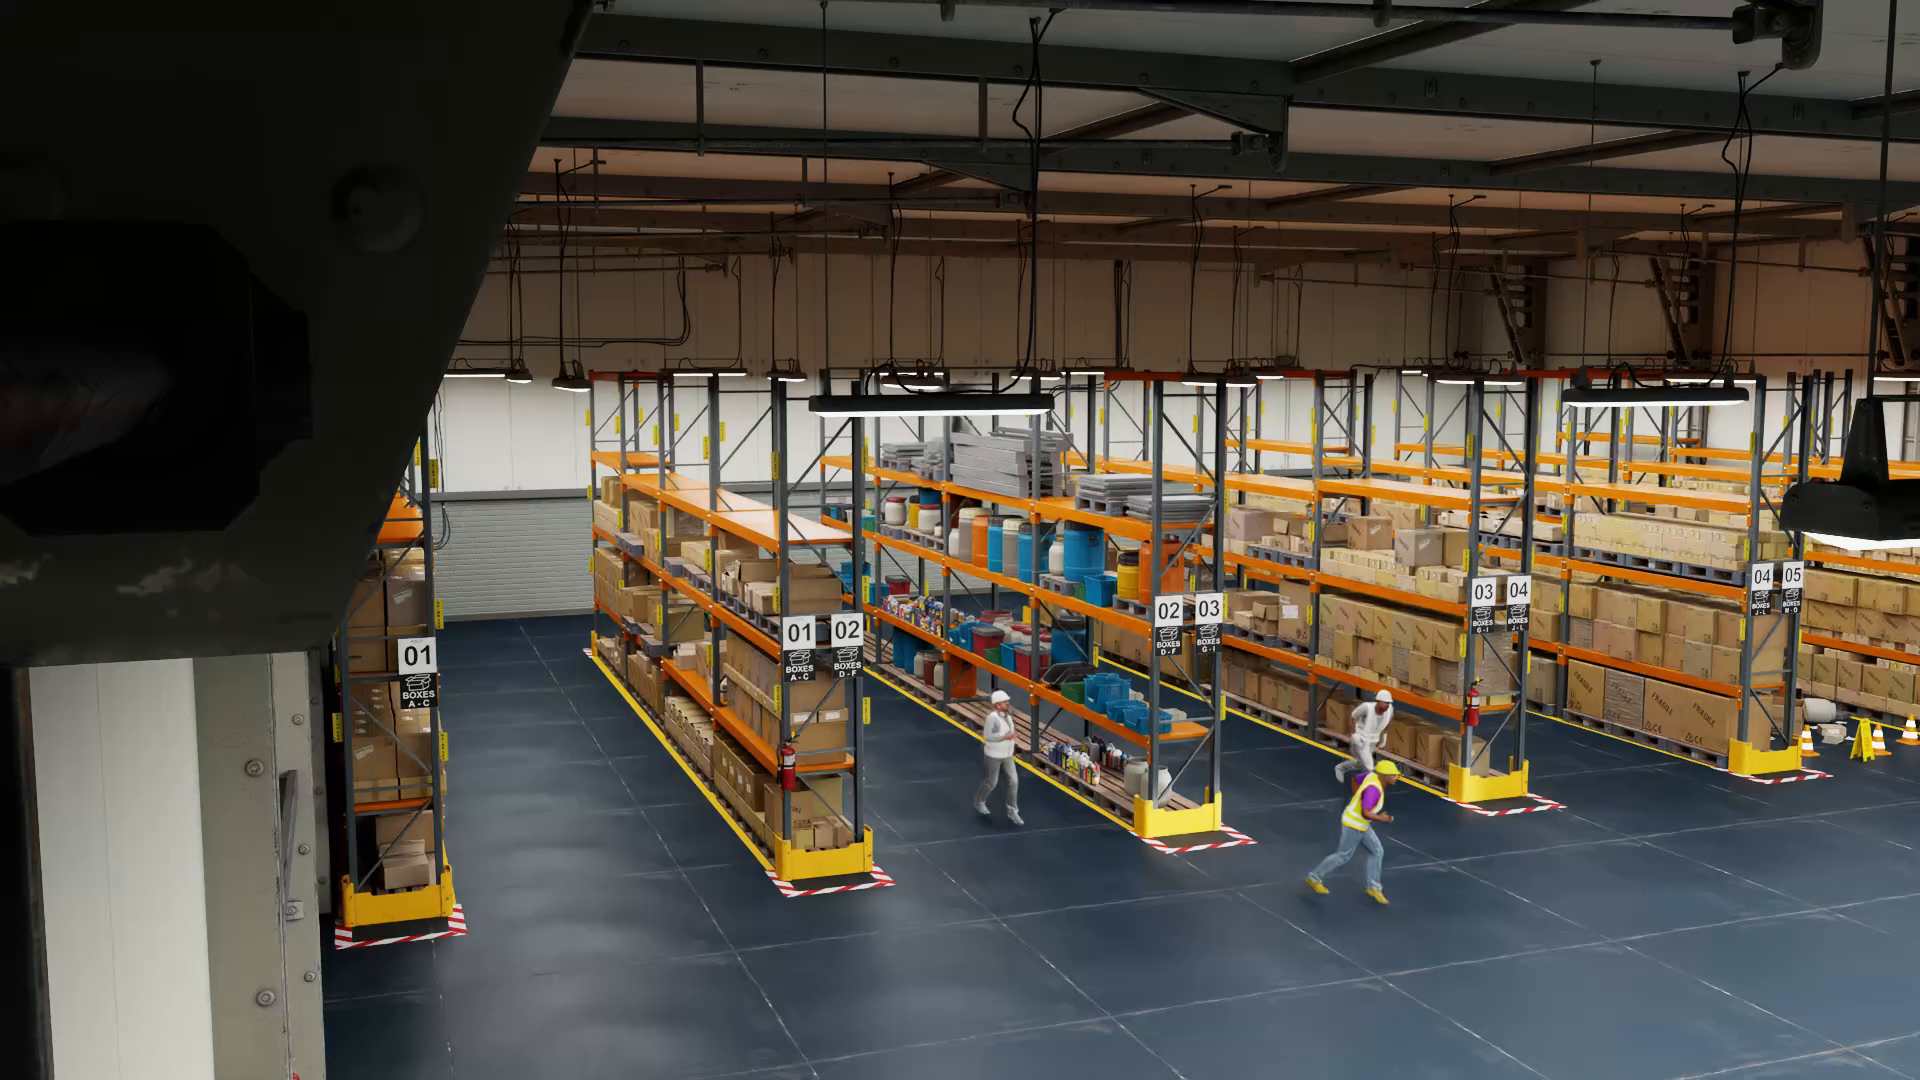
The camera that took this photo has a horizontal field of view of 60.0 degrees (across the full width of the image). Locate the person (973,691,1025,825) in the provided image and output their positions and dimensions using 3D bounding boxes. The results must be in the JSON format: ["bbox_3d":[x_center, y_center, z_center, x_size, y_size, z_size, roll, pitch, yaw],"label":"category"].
[{"bbox_3d":[0.492,2.943,22.553,0.820,1.829,0.631,5,8,40],"label":"person"}]

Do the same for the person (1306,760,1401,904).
[{"bbox_3d":[4.562,3.376,19.293,1.044,1.719,0.745,2,7,14],"label":"person"}]

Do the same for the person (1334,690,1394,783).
[{"bbox_3d":[5.823,2.886,23.967,0.684,1.612,1.121,-3,7,-24],"label":"person"}]

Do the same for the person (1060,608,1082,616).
[{"bbox_3d":[2.081,1.939,31.565,0.631,1.776,0.820,-4,7,-32],"label":"person"}]

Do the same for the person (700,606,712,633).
[{"bbox_3d":[-5.349,1.521,35.420,0.823,1.729,0.715,6,9,44],"label":"person"}]
